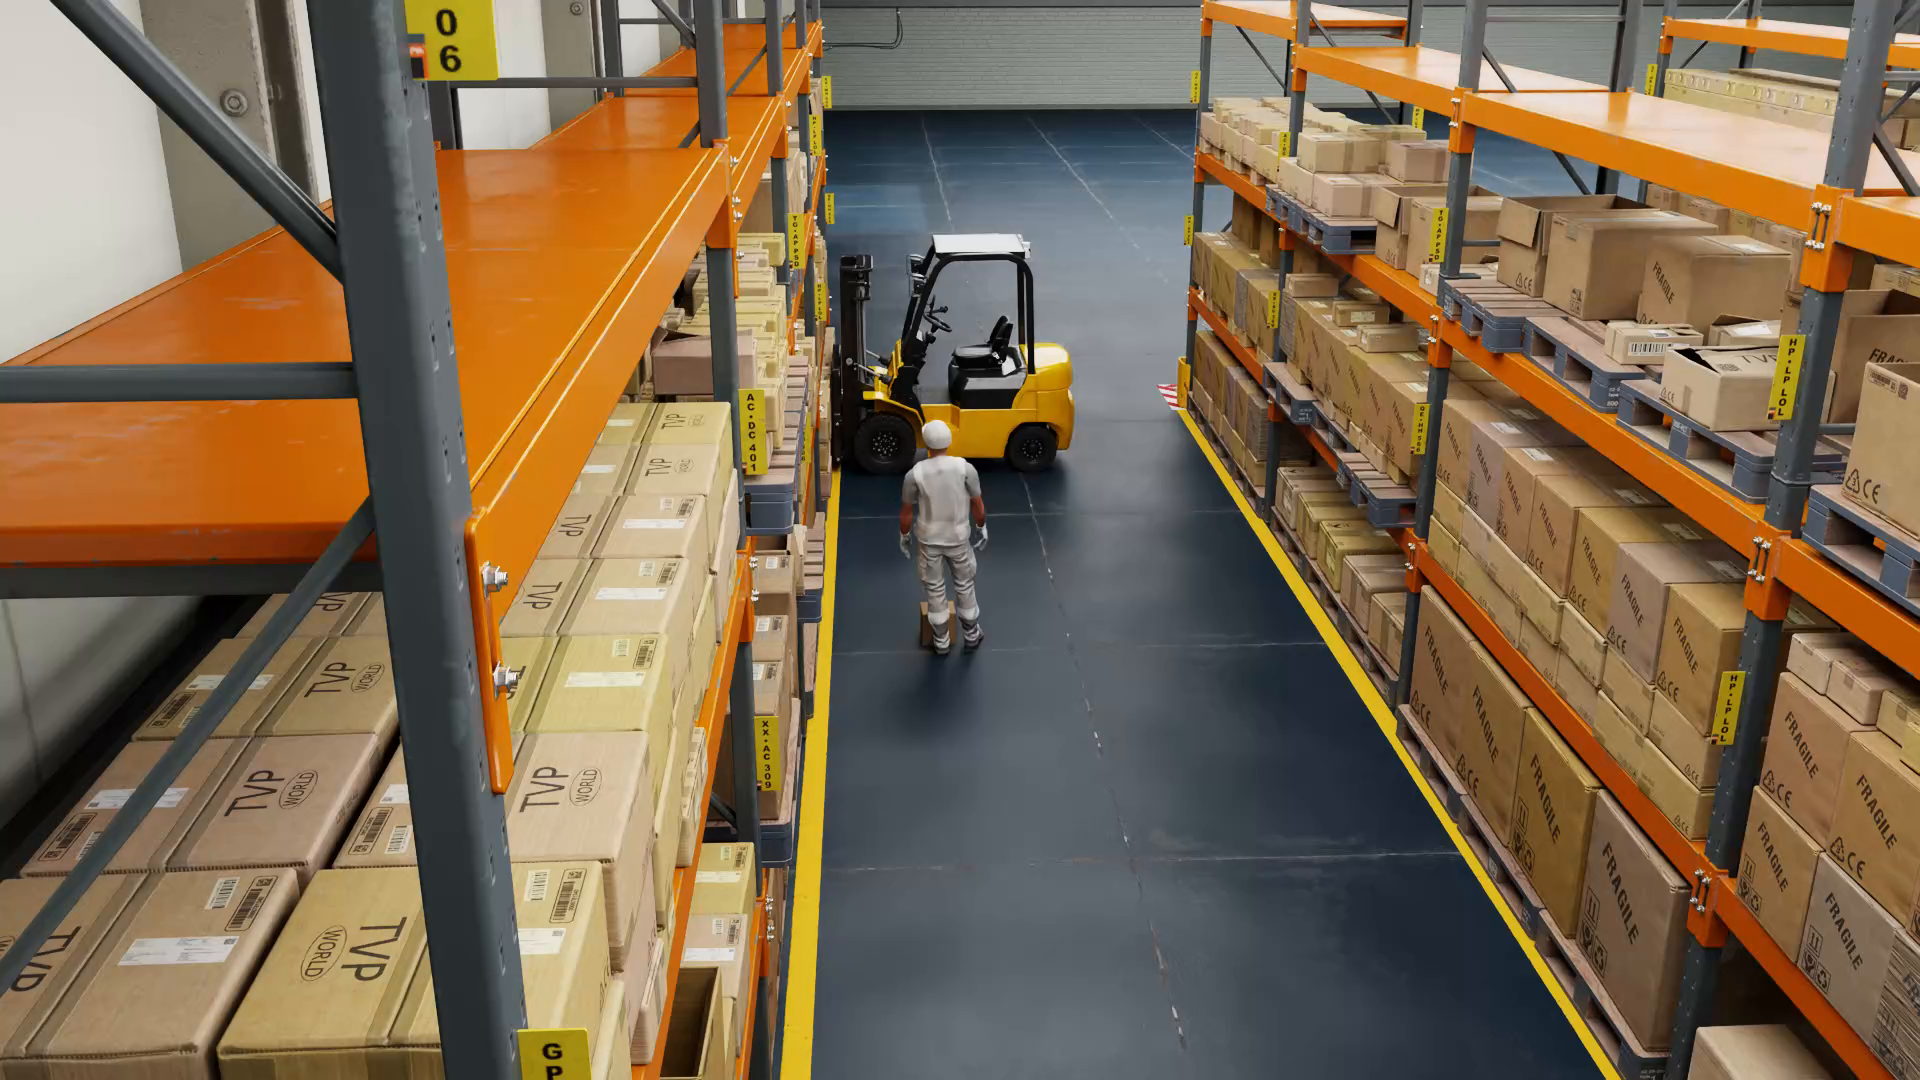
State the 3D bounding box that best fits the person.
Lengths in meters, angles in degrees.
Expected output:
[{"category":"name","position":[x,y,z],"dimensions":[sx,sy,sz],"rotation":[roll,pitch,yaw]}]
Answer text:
[{"category":"person","position":[-0.120,-0.042,11.989],"dimensions":[0.637,1.787,0.564],"rotation":[-1,20,-3]}]
